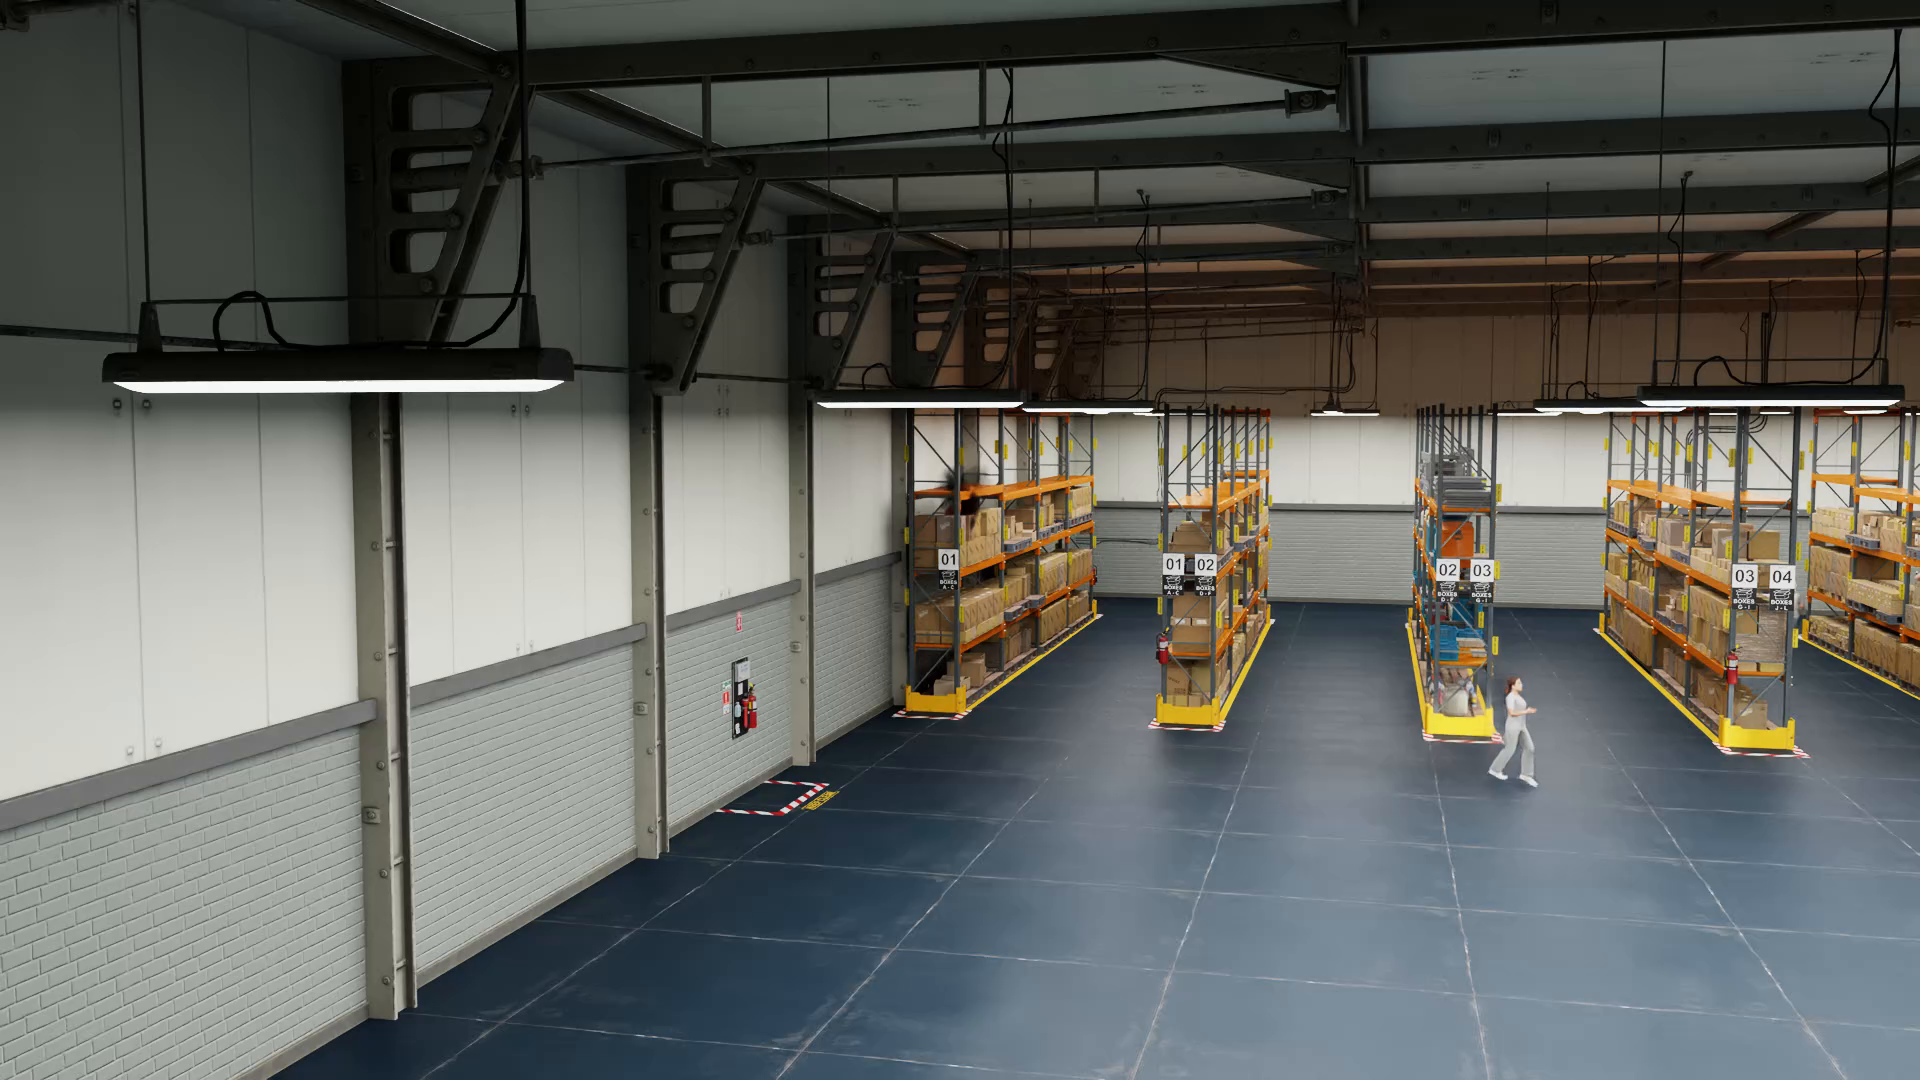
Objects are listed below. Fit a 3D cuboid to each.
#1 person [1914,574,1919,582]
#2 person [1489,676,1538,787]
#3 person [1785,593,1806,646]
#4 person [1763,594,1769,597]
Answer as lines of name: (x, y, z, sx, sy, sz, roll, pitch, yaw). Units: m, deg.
person: (25.407, 1.717, 43.873, 0.708, 1.653, 0.646, 1, 4, 7)
person: (8.677, 2.981, 26.039, 0.758, 1.716, 0.552, 3, 5, 39)
person: (19.999, 1.928, 40.067, 0.647, 1.851, 0.793, 1, 4, 19)
person: (20.442, 1.847, 42.075, 0.610, 1.663, 0.876, 1, 4, 12)
